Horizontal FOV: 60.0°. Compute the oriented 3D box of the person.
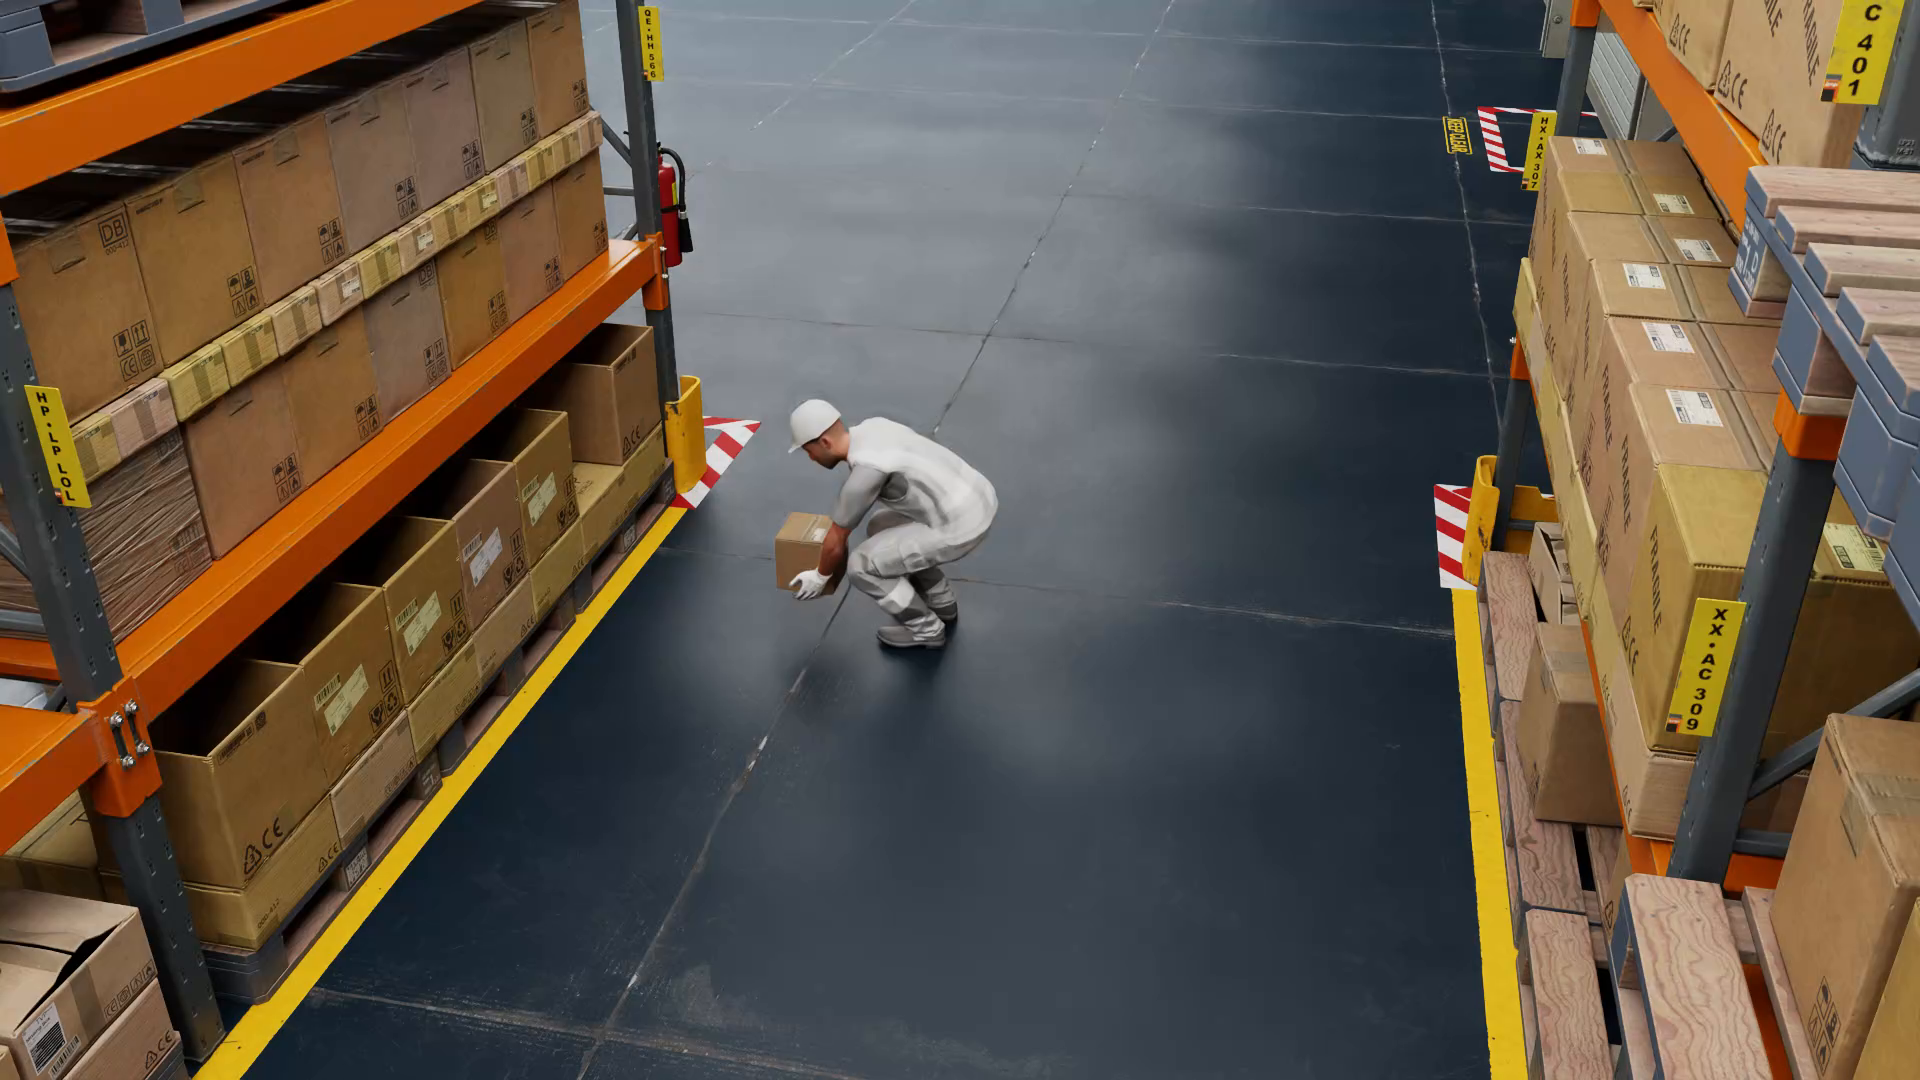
[{"bbox_3d":[-0.280,-0.077,6.993,0.860,1.074,0.579,6,29,10],"label":"person"}]
